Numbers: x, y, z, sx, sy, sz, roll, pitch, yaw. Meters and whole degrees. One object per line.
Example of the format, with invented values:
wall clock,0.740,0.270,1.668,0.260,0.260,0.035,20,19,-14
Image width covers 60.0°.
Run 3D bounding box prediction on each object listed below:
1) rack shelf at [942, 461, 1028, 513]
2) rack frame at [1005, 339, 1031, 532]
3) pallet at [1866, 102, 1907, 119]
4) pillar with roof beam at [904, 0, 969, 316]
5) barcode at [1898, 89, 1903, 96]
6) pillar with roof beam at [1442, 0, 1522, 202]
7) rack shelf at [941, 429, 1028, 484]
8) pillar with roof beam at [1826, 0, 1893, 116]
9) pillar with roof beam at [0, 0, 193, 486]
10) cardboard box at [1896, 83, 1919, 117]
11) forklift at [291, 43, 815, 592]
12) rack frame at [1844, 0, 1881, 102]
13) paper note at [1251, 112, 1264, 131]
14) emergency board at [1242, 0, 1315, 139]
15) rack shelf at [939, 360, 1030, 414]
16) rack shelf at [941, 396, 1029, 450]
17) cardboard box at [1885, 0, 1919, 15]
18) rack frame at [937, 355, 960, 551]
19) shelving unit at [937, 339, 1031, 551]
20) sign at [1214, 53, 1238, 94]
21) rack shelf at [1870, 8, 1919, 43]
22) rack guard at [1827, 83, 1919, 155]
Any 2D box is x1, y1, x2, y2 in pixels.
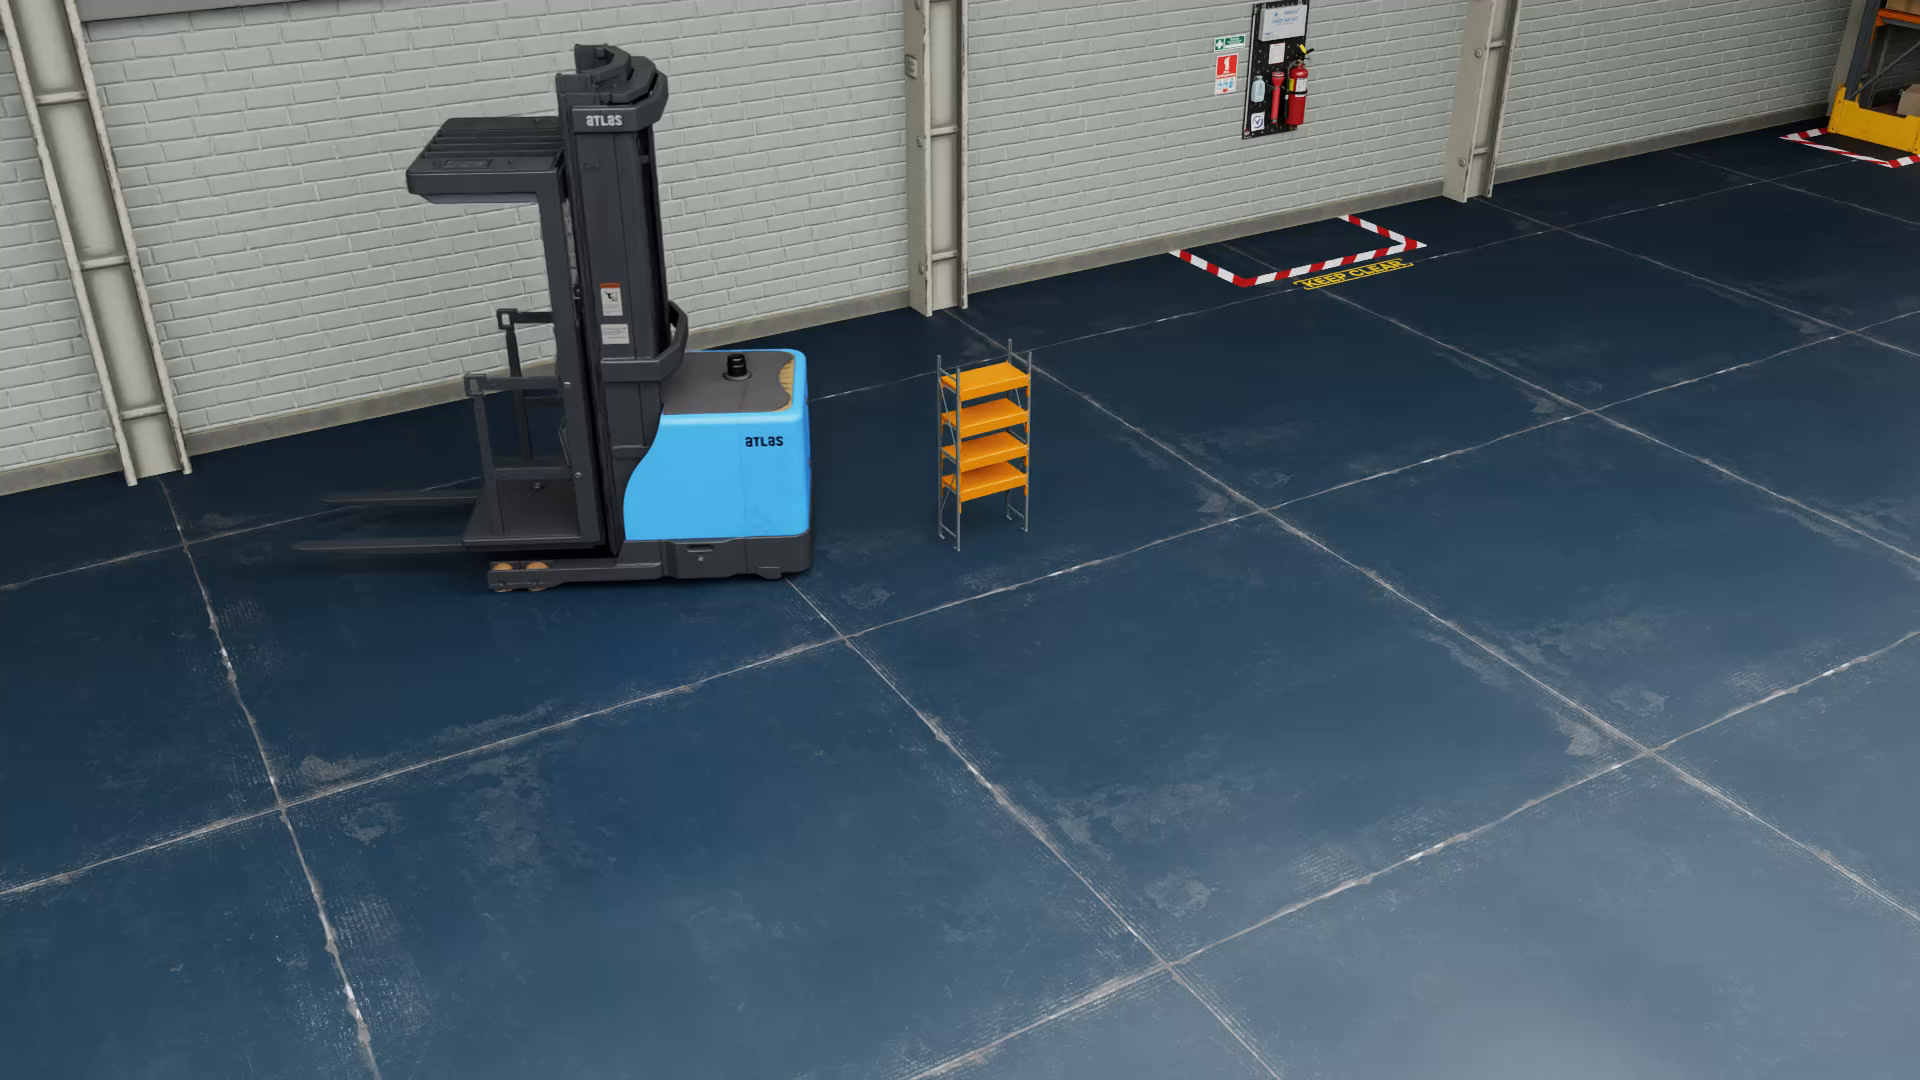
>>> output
rack shelf,0.143,-0.333,10.162,0.480,0.148,0.258,-16,33,-26
rack frame,0.353,-0.626,10.142,0.015,1.200,0.240,-16,33,-26
pallet,10.784,-4.634,18.429,1.213,0.211,1.003,-16,33,-26
pillar with roof beam,2.001,-4.080,8.329,0.400,9.000,9.100,-16,33,-26
barcode,10.455,-4.975,18.478,0.075,0.075,0.001,-16,33,-26
pillar with roof beam,7.174,-5.549,10.991,0.400,9.000,9.100,-16,33,-26
rack shelf,0.143,-0.507,10.066,0.480,0.148,0.258,-16,33,-26
pillar with roof beam,12.347,-7.017,13.652,0.400,9.000,9.100,-16,33,-26
pillar with roof beam,-3.172,-2.611,5.668,0.400,9.000,9.100,-16,33,-26
cardboard box,10.642,-4.800,18.170,0.500,0.311,0.500,-20,35,-32
forklift,-2.413,-1.242,9.467,3.031,2.935,1.130,-2,29,-3
rack frame,10.000,-5.652,17.388,0.127,3.000,1.000,-16,33,-26
paper note,2.655,-3.726,14.809,0.142,0.148,0.016,-16,33,-26
emergency board,2.843,-4.126,14.623,0.643,1.169,0.194,-16,33,-26
rack shelf,0.143,-0.910,9.844,0.480,0.148,0.258,-16,33,-26
rack shelf,0.143,-0.703,9.958,0.480,0.148,0.258,-16,33,-26
cardboard box,10.305,-5.791,17.773,0.500,0.250,0.500,-15,32,-26
rack frame,-0.068,-0.506,9.925,0.015,1.200,0.240,-16,33,-26
shelving unit,0.143,-0.566,10.033,0.503,1.200,0.258,-16,33,-26
sign,2.314,-4.050,14.447,0.234,0.329,0.001,-16,33,-26
rack shelf,11.725,-5.827,18.449,4.000,0.370,1.077,-16,33,-26
rack guard,10.066,-4.577,18.025,0.348,0.500,1.175,-16,33,-26
